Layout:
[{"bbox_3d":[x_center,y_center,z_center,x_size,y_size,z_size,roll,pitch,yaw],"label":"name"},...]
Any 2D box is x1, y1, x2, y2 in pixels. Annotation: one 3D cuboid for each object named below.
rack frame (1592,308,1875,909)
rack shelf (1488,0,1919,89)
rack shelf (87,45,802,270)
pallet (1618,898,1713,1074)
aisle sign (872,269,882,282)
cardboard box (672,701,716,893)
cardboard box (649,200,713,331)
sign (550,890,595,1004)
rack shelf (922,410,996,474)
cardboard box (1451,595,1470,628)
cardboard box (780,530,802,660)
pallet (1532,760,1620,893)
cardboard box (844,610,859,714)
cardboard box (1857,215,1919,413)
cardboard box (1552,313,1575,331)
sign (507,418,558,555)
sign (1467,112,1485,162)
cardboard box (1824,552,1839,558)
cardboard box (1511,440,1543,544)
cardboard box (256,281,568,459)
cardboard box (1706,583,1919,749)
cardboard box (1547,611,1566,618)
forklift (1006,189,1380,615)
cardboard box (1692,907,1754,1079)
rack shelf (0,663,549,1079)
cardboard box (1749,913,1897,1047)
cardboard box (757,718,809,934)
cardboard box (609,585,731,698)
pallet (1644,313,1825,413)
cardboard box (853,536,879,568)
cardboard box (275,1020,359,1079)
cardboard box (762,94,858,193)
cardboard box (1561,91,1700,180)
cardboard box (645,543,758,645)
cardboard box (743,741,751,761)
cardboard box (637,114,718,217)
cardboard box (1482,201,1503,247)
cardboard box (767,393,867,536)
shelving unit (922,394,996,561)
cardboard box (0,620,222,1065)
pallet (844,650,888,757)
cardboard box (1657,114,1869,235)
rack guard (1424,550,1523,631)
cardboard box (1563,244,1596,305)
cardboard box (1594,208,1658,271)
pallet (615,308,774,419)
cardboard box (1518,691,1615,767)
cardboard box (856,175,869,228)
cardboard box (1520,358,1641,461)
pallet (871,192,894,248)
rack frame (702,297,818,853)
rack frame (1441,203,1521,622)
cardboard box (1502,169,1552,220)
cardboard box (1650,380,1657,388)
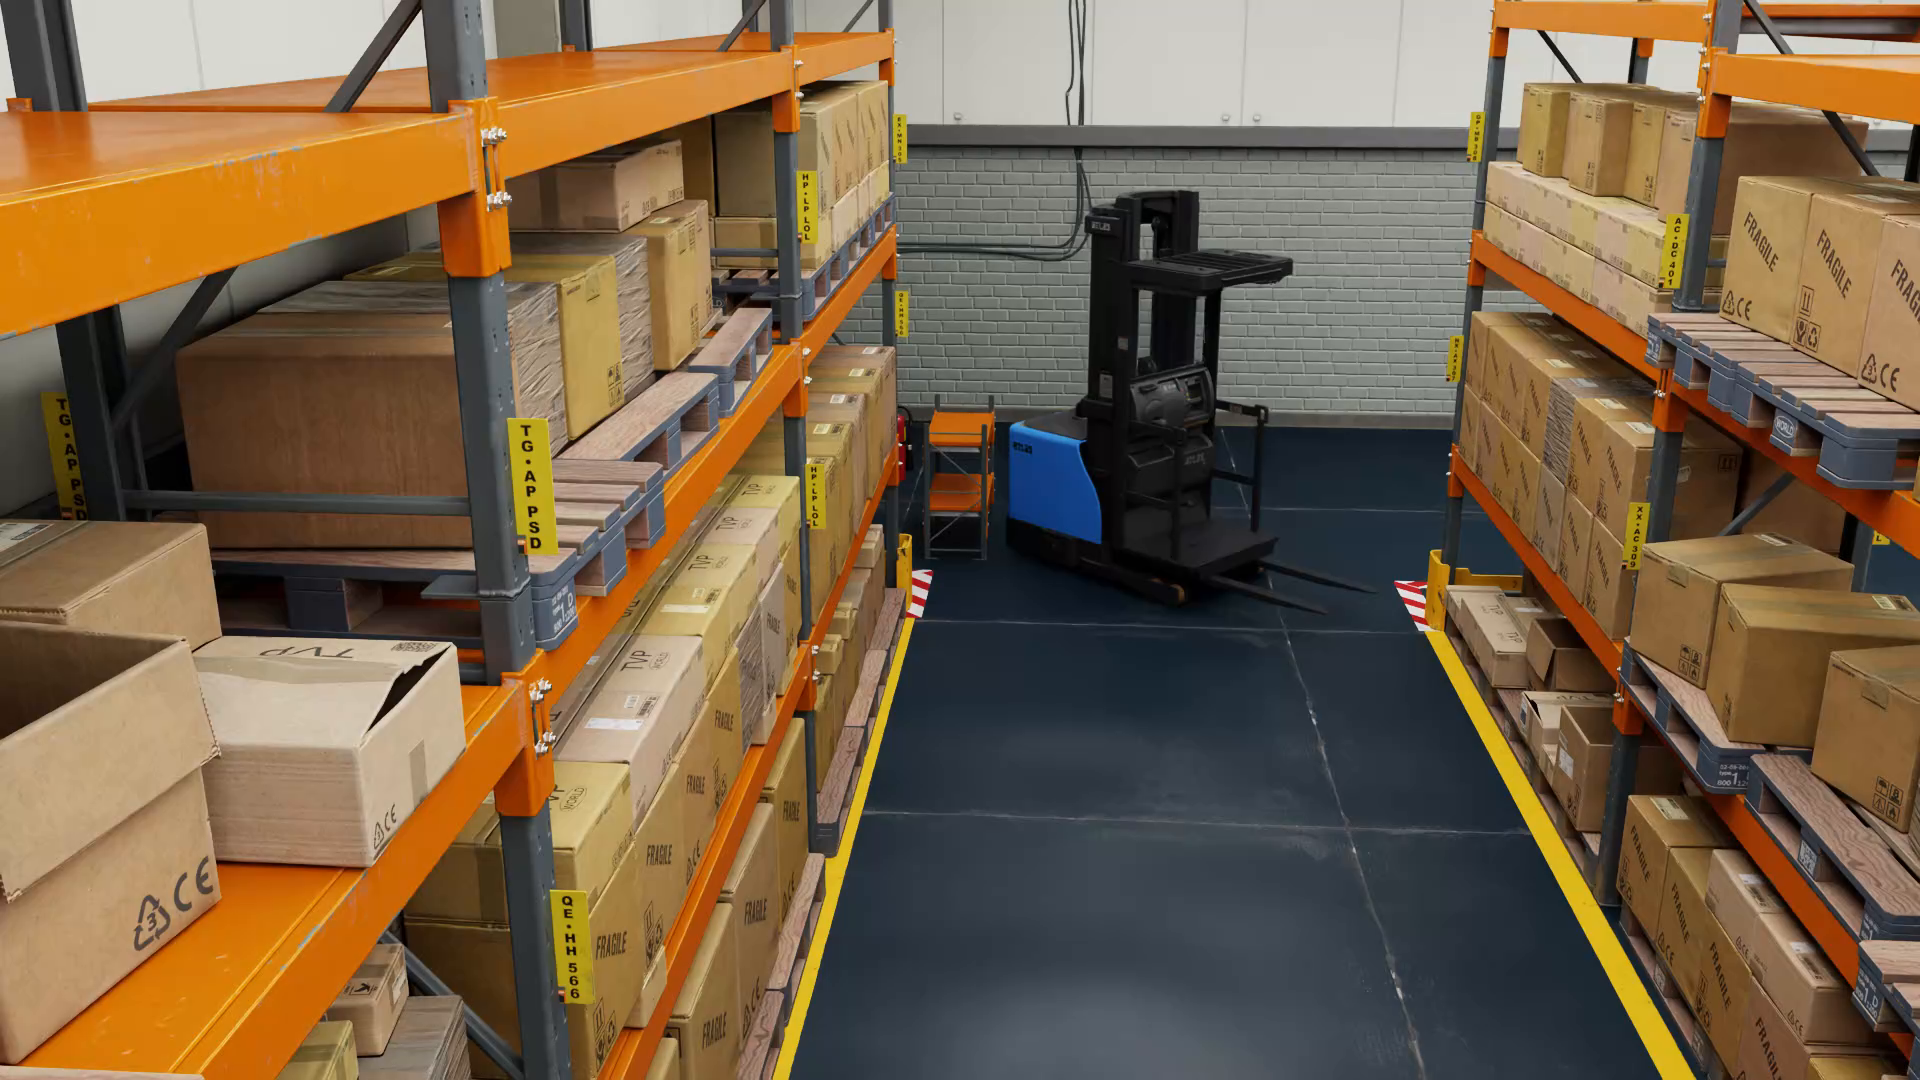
[{"bbox_3d":[3.701,0.405,7.871,1.000,3.000,0.127,1,18,4],"label":"rack frame"},{"bbox_3d":[3.844,-2.724,8.945,1.077,0.370,4.000,1,18,4],"label":"rack shelf"},{"bbox_3d":[-1.384,-1.403,5.549,1.077,0.370,4.000,1,18,4],"label":"rack shelf"},{"bbox_3d":[3.680,1.983,7.532,1.003,0.211,1.213,1,18,4],"label":"pallet"},{"bbox_3d":[-0.649,-2.198,11.639,0.394,0.787,0.004,1,18,4],"label":"aisle sign"},{"bbox_3d":[-1.154,0.877,5.757,0.500,0.500,0.500,1,18,4],"label":"cardboard box"},{"bbox_3d":[-1.413,-1.116,6.827,0.700,0.500,0.500,0,18,1],"label":"cardboard box"},{"bbox_3d":[-0.985,1.034,4.217,0.100,0.325,0.005,1,18,4],"label":"sign"},{"bbox_3d":[0.000,-0.815,13.663,0.538,0.278,1.000,1,18,4],"label":"rack shelf"},{"bbox_3d":[3.597,0.500,11.424,0.380,0.166,0.250,1,18,4],"label":"cardboard box"},{"bbox_3d":[-1.022,0.246,7.685,0.500,0.500,0.500,1,18,3],"label":"cardboard box"},{"bbox_3d":[3.751,1.517,8.956,1.003,0.211,1.213,1,18,4],"label":"pallet"},{"bbox_3d":[-1.006,0.738,10.193,0.700,0.500,0.500,2,18,5],"label":"cardboard box"},{"bbox_3d":[3.498,-0.746,5.570,0.600,0.600,0.600,1,18,2],"label":"cardboard box"},{"bbox_3d":[4.230,-1.216,11.050,0.500,0.500,0.500,1,18,3],"label":"cardboard box"},{"bbox_3d":[-0.986,-0.121,3.827,0.100,0.325,0.005,1,18,4],"label":"sign"},{"bbox_3d":[3.446,-2.691,11.096,0.100,0.325,0.005,1,18,4],"label":"sign"},{"bbox_3d":[4.009,0.205,8.320,0.500,0.500,0.500,2,18,5],"label":"cardboard box"},{"bbox_3d":[3.585,-0.282,9.805,0.500,0.500,0.500,2,18,5],"label":"cardboard box"},{"bbox_3d":[-1.564,-0.462,4.832,0.700,0.500,0.500,0,18,1],"label":"cardboard box"},{"bbox_3d":[3.458,0.515,6.700,0.700,0.500,0.500,4,19,13],"label":"cardboard box"},{"bbox_3d":[4.076,0.598,11.125,0.380,0.166,0.250,1,18,4],"label":"cardboard box"},{"bbox_3d":[1.760,-1.075,12.496,1.130,2.935,3.031,-17,25,-41],"label":"forklift"},{"bbox_3d":[3.353,1.849,6.770,0.500,0.500,0.500,2,18,5],"label":"cardboard box"},{"bbox_3d":[-1.670,1.075,2.163,1.077,0.370,4.000,1,18,4],"label":"rack shelf"},{"bbox_3d":[3.316,1.638,6.210,0.500,0.250,0.500,1,18,3],"label":"cardboard box"},{"bbox_3d":[-1.157,1.322,7.849,0.750,0.750,0.750,1,18,5],"label":"cardboard box"},{"bbox_3d":[-1.137,0.367,6.112,0.500,0.250,0.500,1,18,3],"label":"cardboard box"},{"bbox_3d":[3.584,-0.731,6.820,1.213,0.211,1.003,1,18,4],"label":"pallet"},{"bbox_3d":[-0.749,0.076,11.172,0.380,0.149,0.250,2,18,5],"label":"cardboard box"},{"bbox_3d":[-1.530,1.181,3.593,0.380,0.149,0.250,-2,18,-5],"label":"cardboard box"},{"bbox_3d":[-0.849,-2.191,9.176,0.500,0.500,0.500,1,18,4],"label":"cardboard box"},{"bbox_3d":[3.918,-2.315,9.587,0.700,0.500,0.500,1,18,4],"label":"cardboard box"},{"bbox_3d":[-1.102,0.208,6.595,0.500,0.250,0.500,2,18,5],"label":"cardboard box"},{"bbox_3d":[-1.084,0.833,6.936,0.380,0.149,0.250,1,18,4],"label":"cardboard box"},{"bbox_3d":[-1.423,-1.885,8.241,0.500,0.500,0.500,1,18,3],"label":"cardboard box"},{"bbox_3d":[3.697,-2.038,10.749,0.500,0.250,0.500,1,18,4],"label":"cardboard box"},{"bbox_3d":[-1.085,-0.468,10.053,0.980,0.700,0.700,0,18,1],"label":"cardboard box"},{"bbox_3d":[0.000,-0.537,13.754,0.538,1.125,1.048,1,18,4],"label":"shelving unit"},{"bbox_3d":[-1.712,0.454,2.705,0.797,0.503,0.637,4,19,12],"label":"cardboard box"},{"bbox_3d":[-1.023,1.006,10.514,1.003,0.211,1.213,1,18,4],"label":"pallet"},{"bbox_3d":[3.698,-1.695,7.696,0.700,0.500,0.500,1,18,4],"label":"cardboard box"},{"bbox_3d":[3.982,0.374,11.979,1.175,0.500,0.348,1,18,4],"label":"rack guard"},{"bbox_3d":[3.544,-1.417,8.854,0.500,0.250,0.500,1,18,4],"label":"cardboard box"},{"bbox_3d":[3.504,-1.499,8.302,0.500,0.250,0.500,1,18,4],"label":"cardboard box"},{"bbox_3d":[-1.257,-0.753,6.895,0.805,0.209,1.217,1,18,2],"label":"pallet"},{"bbox_3d":[3.513,1.057,9.491,0.500,0.311,0.500,1,18,4],"label":"cardboard box"},{"bbox_3d":[-0.810,-1.992,9.772,0.500,0.250,0.500,1,18,2],"label":"cardboard box"},{"bbox_3d":[3.587,-0.753,9.637,0.500,0.500,0.500,1,18,3],"label":"cardboard box"},{"bbox_3d":[-0.996,-2.100,10.839,1.003,0.211,1.213,1,18,4],"label":"pallet"},{"bbox_3d":[-1.240,0.295,8.205,1.000,3.000,0.127,1,18,4],"label":"rack frame"},{"bbox_3d":[3.988,-0.838,11.662,1.000,3.000,0.127,1,18,4],"label":"rack frame"},{"bbox_3d":[3.648,-2.121,10.198,0.500,0.250,0.500,1,18,4],"label":"cardboard box"},{"bbox_3d":[4.089,-0.578,9.103,0.500,0.500,0.500,1,18,2],"label":"cardboard box"}]
